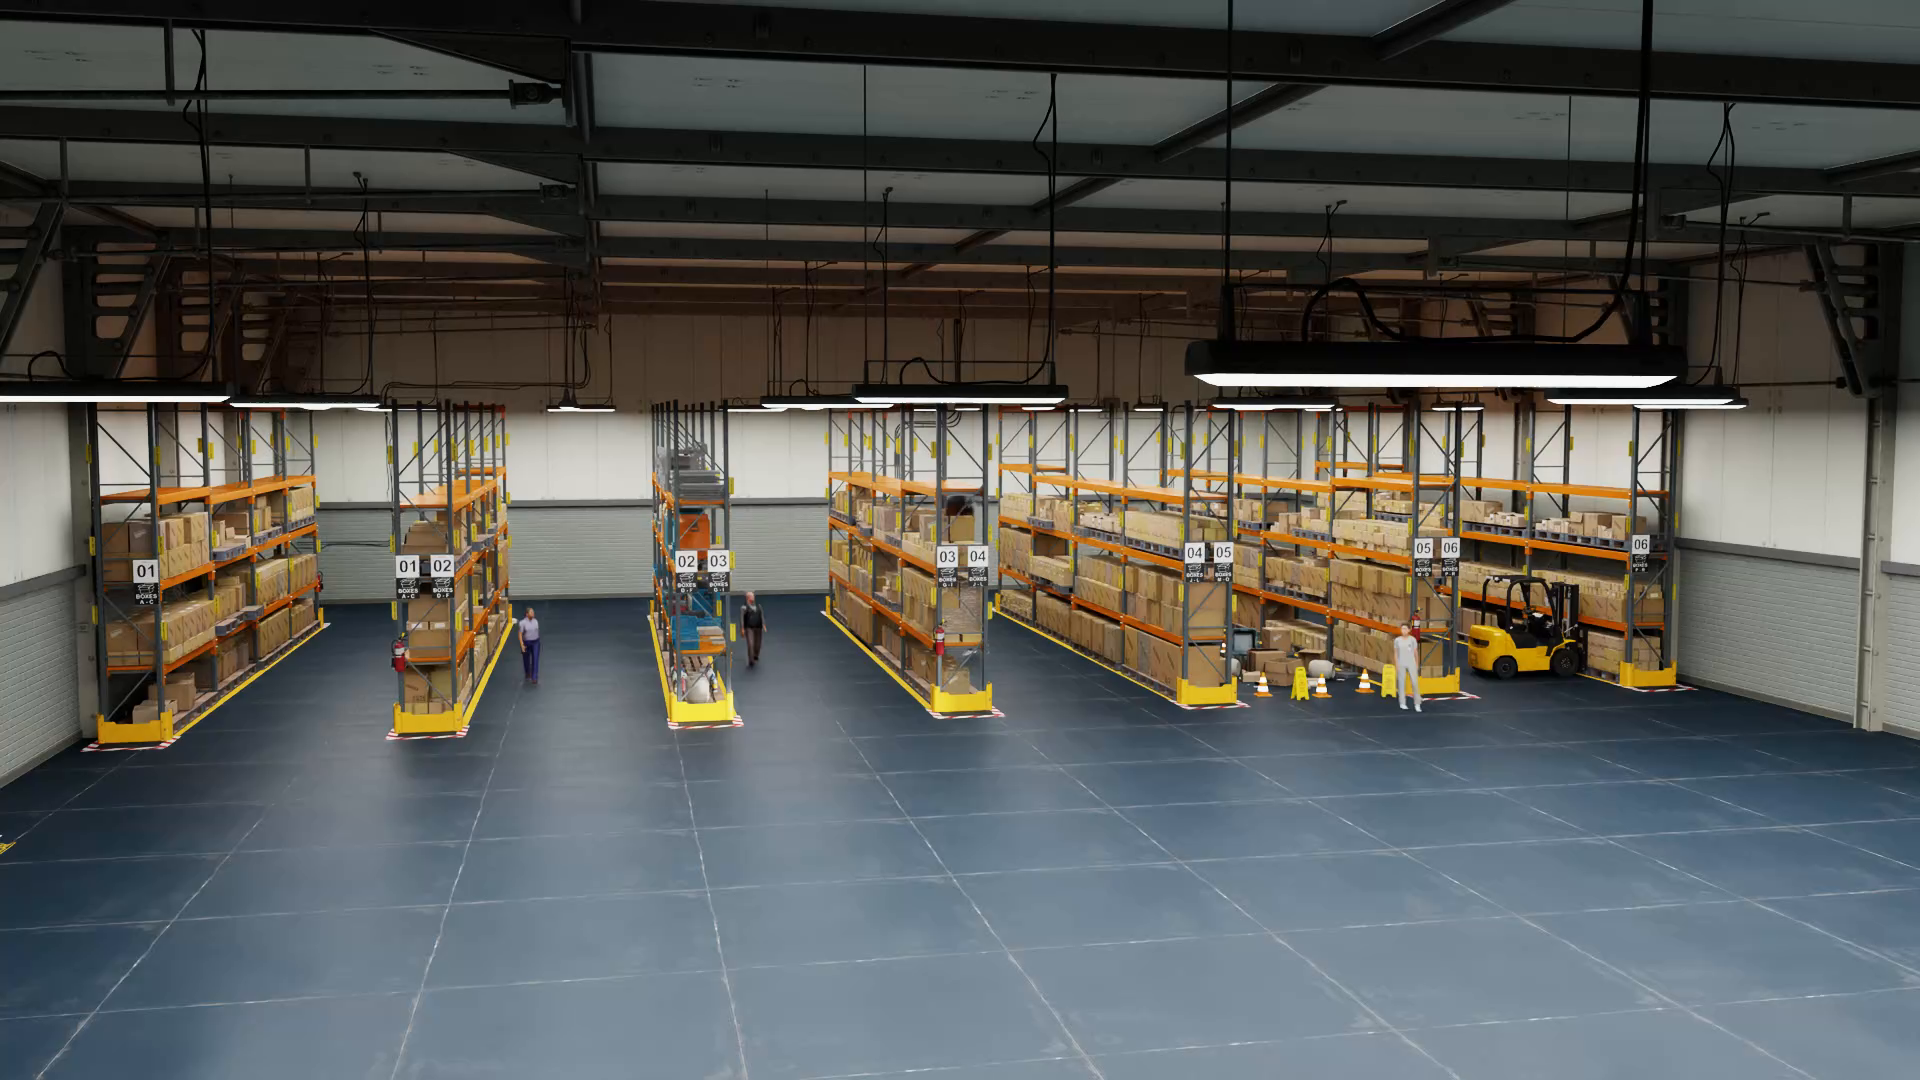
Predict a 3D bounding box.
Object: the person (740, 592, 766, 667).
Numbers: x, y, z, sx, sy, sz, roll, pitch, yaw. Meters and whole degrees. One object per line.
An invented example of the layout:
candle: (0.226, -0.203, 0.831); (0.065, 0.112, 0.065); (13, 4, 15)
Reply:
person: (-4.744, 2.028, 37.966); (0.580, 1.675, 0.991); (-1, 5, -17)

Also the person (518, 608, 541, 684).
person: (-9.197, 2.243, 35.540); (0.453, 1.608, 0.946); (-1, 4, -9)

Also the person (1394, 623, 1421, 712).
person: (8.708, 2.459, 32.326); (0.557, 1.690, 0.444); (2, 5, 20)

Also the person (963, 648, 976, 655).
person: (0.214, 1.924, 39.785); (0.408, 1.609, 0.443); (-2, 5, -29)
